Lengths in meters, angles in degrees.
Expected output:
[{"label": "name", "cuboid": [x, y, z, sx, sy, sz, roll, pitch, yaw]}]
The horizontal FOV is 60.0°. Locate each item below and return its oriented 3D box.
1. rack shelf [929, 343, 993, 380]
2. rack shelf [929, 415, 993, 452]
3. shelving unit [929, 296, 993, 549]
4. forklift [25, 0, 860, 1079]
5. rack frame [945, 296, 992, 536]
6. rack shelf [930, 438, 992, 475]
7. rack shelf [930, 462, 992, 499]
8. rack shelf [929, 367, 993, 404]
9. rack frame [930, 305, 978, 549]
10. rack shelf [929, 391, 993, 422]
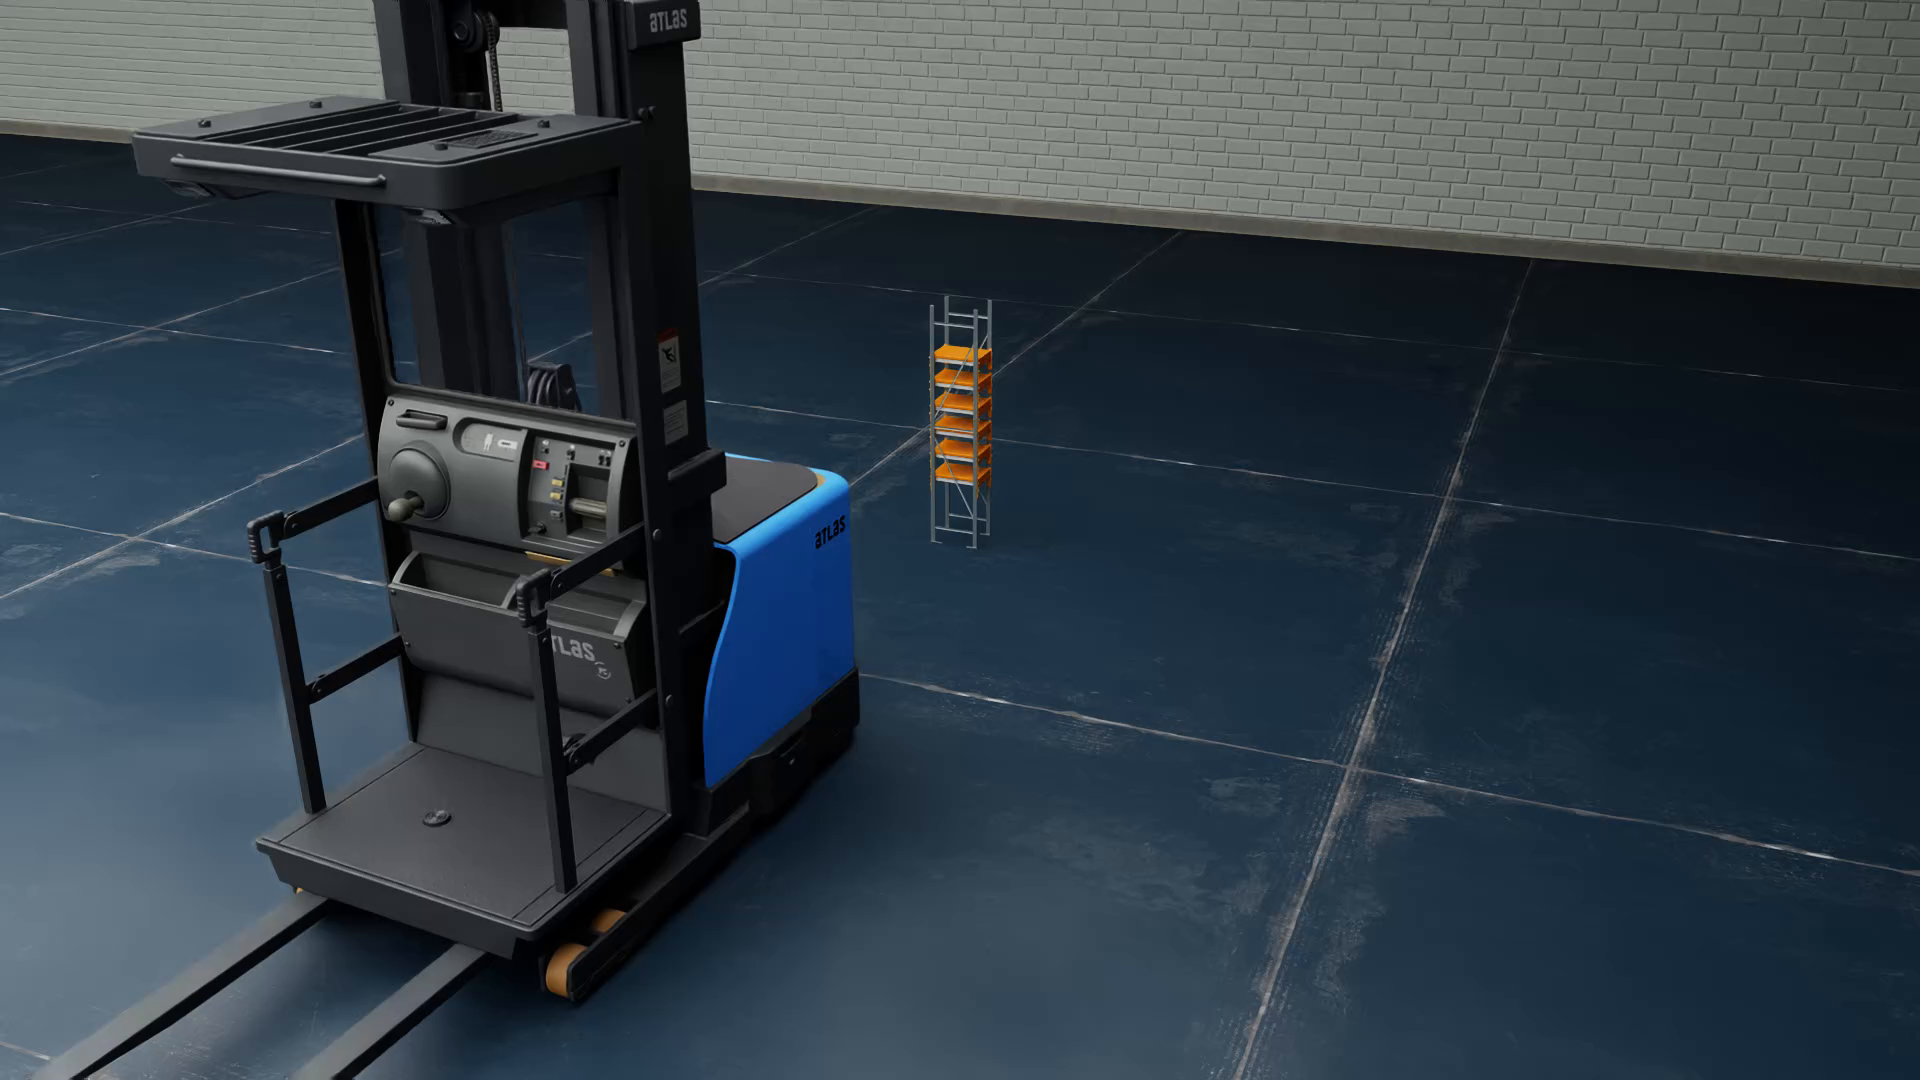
[{"label": "rack shelf", "cuboid": [0.005, -0.850, 7.910, 0.258, 0.103, 0.180, 9, 24, 20]}, {"label": "rack shelf", "cuboid": [0.005, -0.518, 8.048, 0.258, 0.103, 0.180, 9, 24, 20]}, {"label": "shelving unit", "cuboid": [0.005, -0.559, 8.031, 0.258, 1.200, 0.189, 9, 24, 20]}, {"label": "forklift", "cuboid": [-1.482, -0.174, 4.864, 1.130, 2.935, 3.031, 11, 25, 24]}, {"label": "rack frame", "cuboid": [0.039, -0.592, 8.110, 0.240, 1.200, 0.006, 9, 24, 20]}, {"label": "rack shelf", "cuboid": [0.005, -0.407, 8.095, 0.258, 0.103, 0.180, 9, 24, 20]}, {"label": "rack shelf", "cuboid": [0.005, -0.296, 8.141, 0.258, 0.103, 0.180, 9, 24, 20]}, {"label": "rack shelf", "cuboid": [0.005, -0.739, 7.956, 0.258, 0.103, 0.180, 9, 24, 20]}, {"label": "rack frame", "cuboid": [-0.029, -0.526, 7.953, 0.240, 1.200, 0.006, 9, 24, 20]}, {"label": "rack shelf", "cuboid": [0.005, -0.629, 8.002, 0.258, 0.103, 0.180, 9, 24, 20]}]
